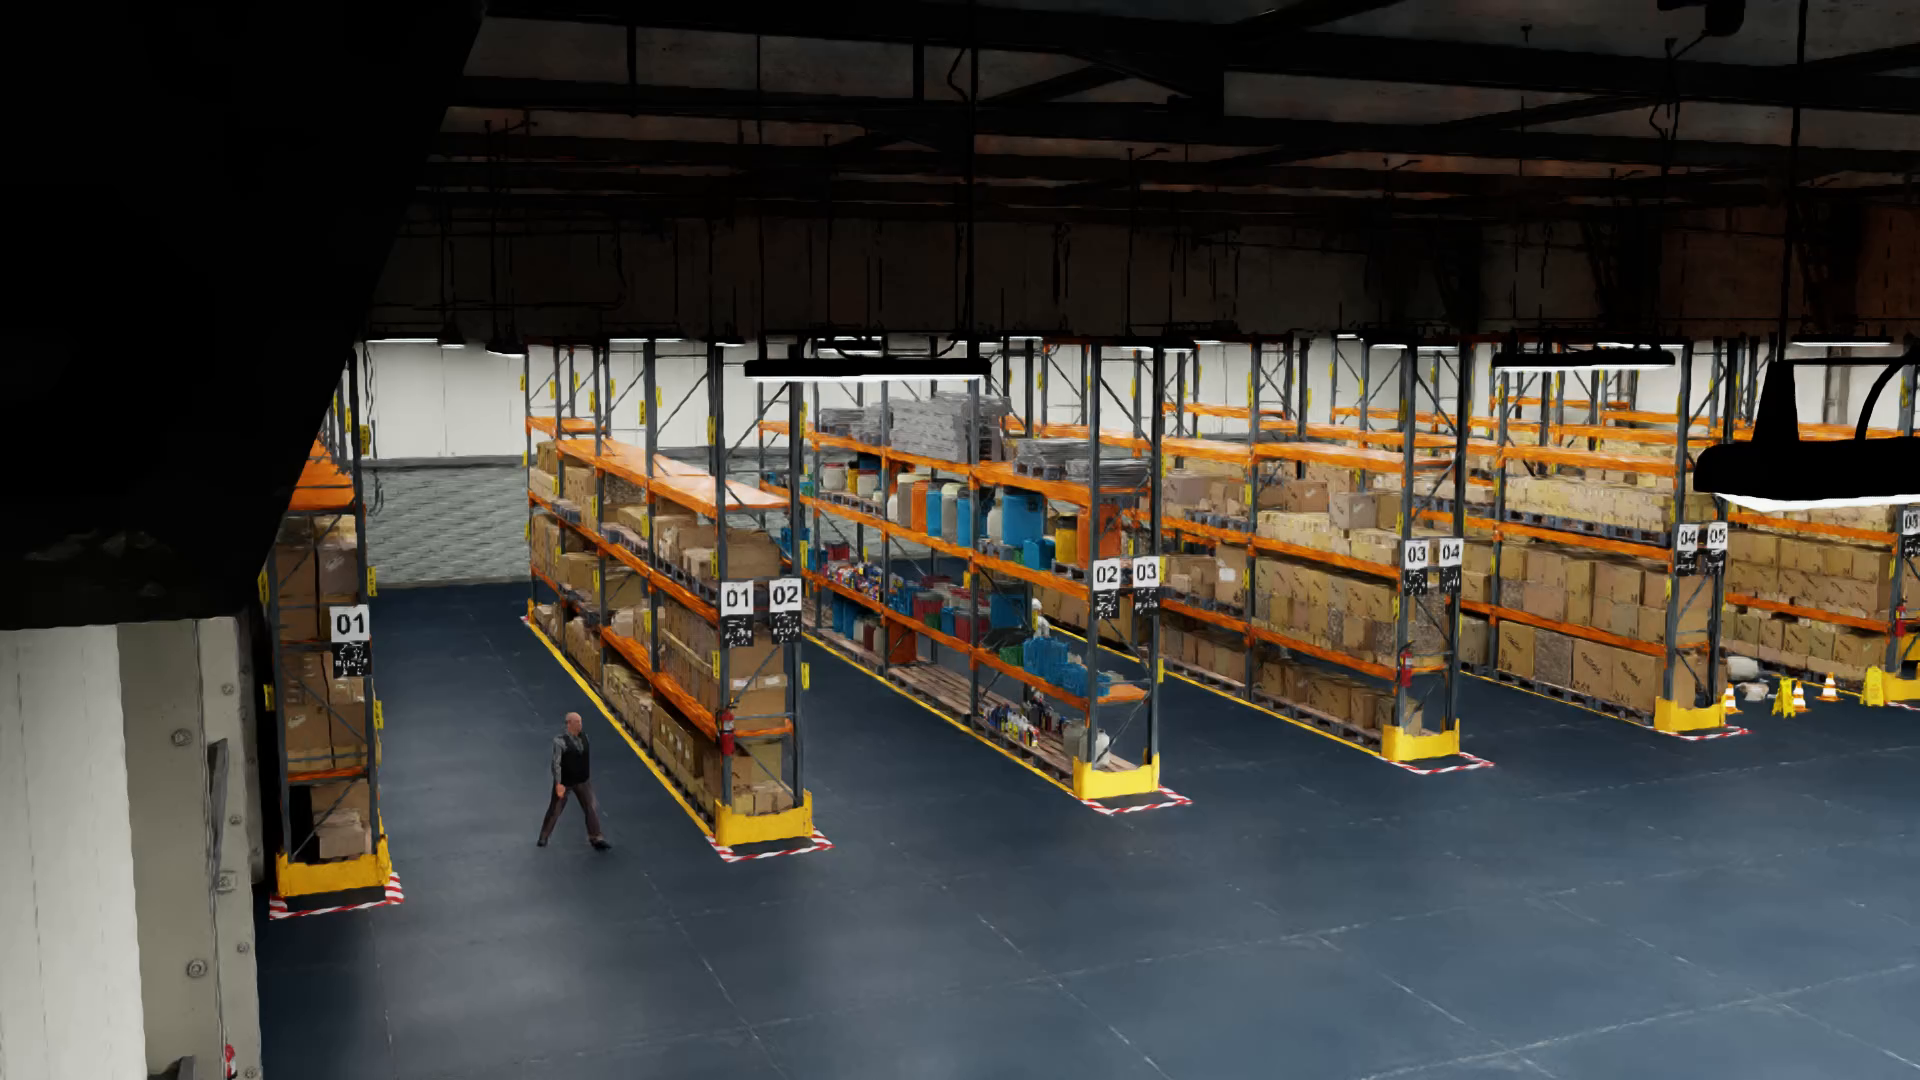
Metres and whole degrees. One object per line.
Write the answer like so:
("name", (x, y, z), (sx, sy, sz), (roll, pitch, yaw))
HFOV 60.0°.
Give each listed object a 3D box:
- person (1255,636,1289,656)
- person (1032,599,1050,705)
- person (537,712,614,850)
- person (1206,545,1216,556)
("person", (5.775, 1.372, 31.097), (0.446, 1.538, 0.965), (-3, 8, -20))
("person", (1.269, 1.846, 27.102), (0.594, 1.786, 0.445), (7, 10, 42))
("person", (-4.631, 2.875, 19.786), (0.931, 1.692, 0.588), (7, 10, 41))
("person", (6.372, -0.039, 41.677), (0.517, 1.672, 0.575), (-6, 9, -36))
